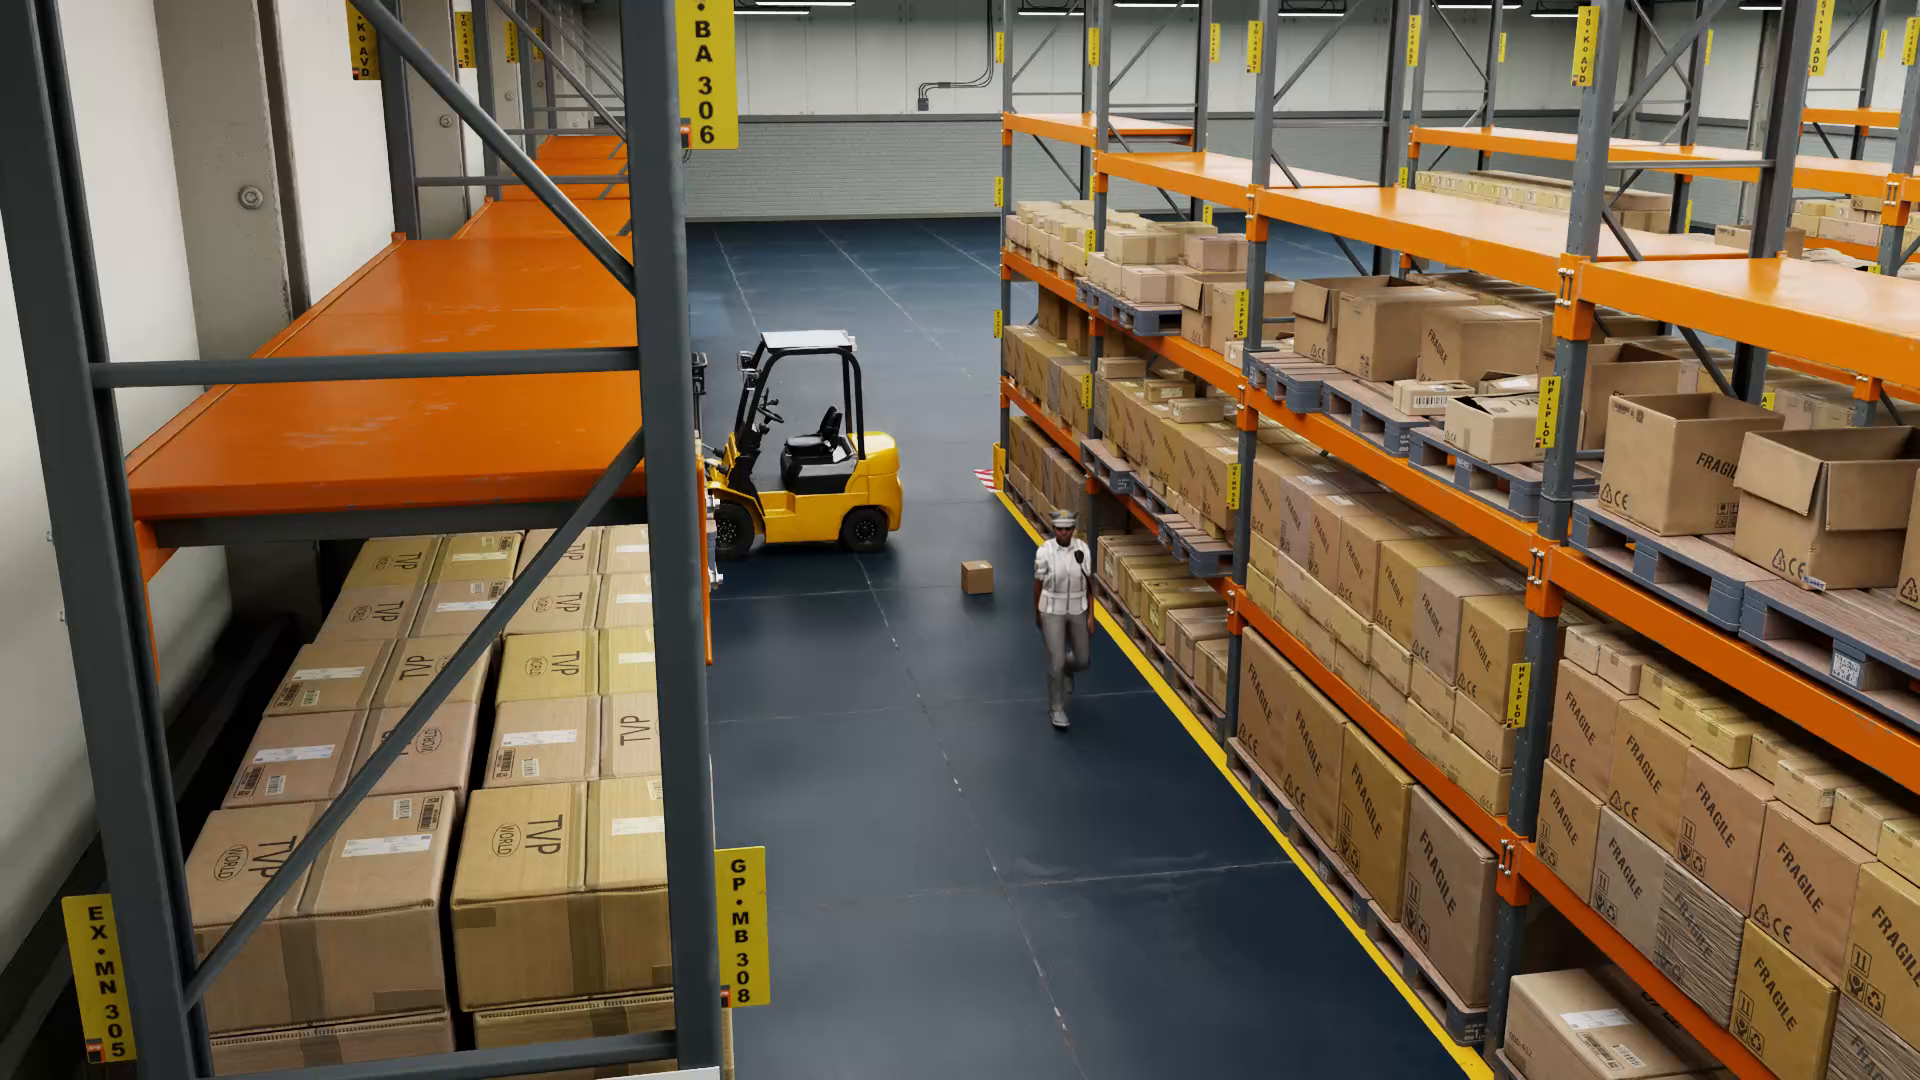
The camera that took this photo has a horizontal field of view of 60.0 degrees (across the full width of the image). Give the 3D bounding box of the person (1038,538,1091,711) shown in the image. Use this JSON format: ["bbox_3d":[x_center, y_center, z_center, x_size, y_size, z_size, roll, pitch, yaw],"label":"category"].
[{"bbox_3d":[0.781,0.628,12.808,0.406,1.341,0.545,-3,17,-11],"label":"person"}]
